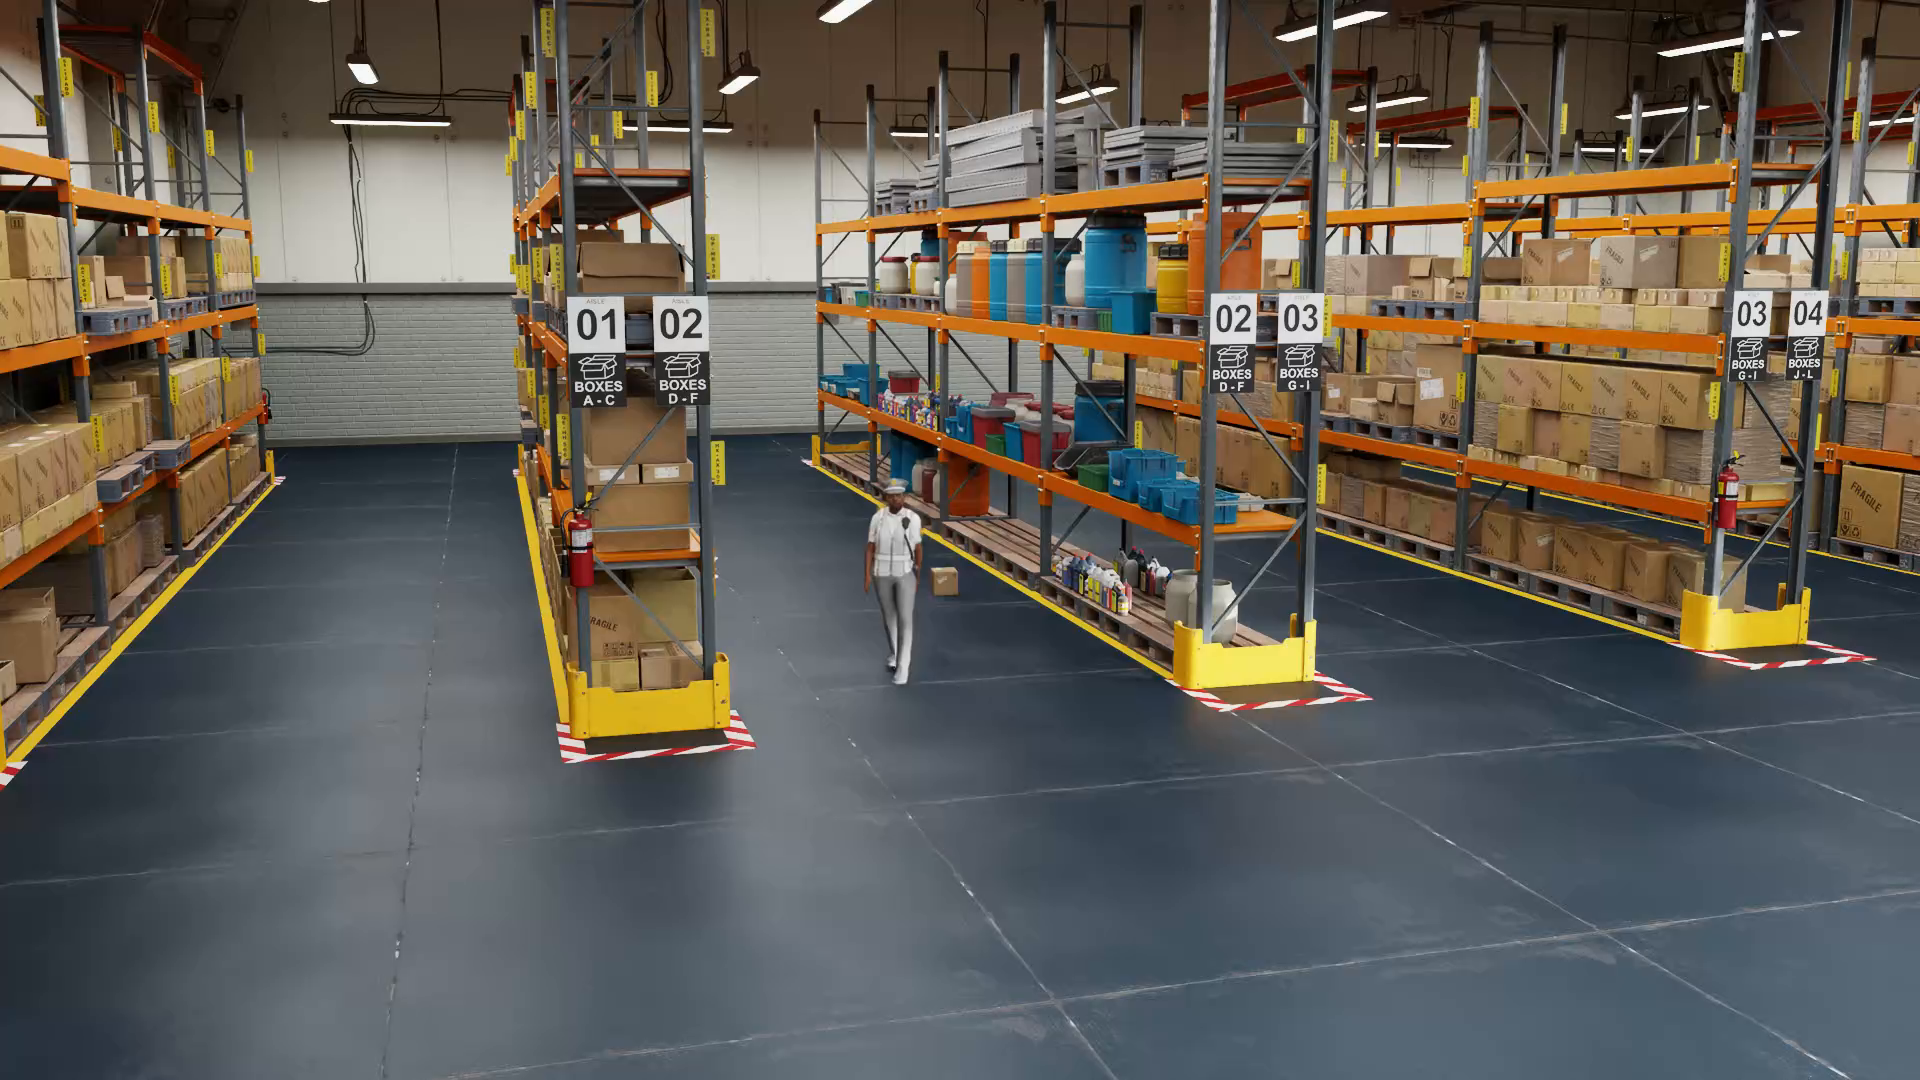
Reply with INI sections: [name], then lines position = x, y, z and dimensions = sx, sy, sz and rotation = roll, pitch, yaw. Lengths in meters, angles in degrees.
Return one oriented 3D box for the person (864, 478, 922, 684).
[person]
position = -0.574, 0.305, 13.859
dimensions = 0.454, 1.647, 0.918
rotation = 2, 10, 10
